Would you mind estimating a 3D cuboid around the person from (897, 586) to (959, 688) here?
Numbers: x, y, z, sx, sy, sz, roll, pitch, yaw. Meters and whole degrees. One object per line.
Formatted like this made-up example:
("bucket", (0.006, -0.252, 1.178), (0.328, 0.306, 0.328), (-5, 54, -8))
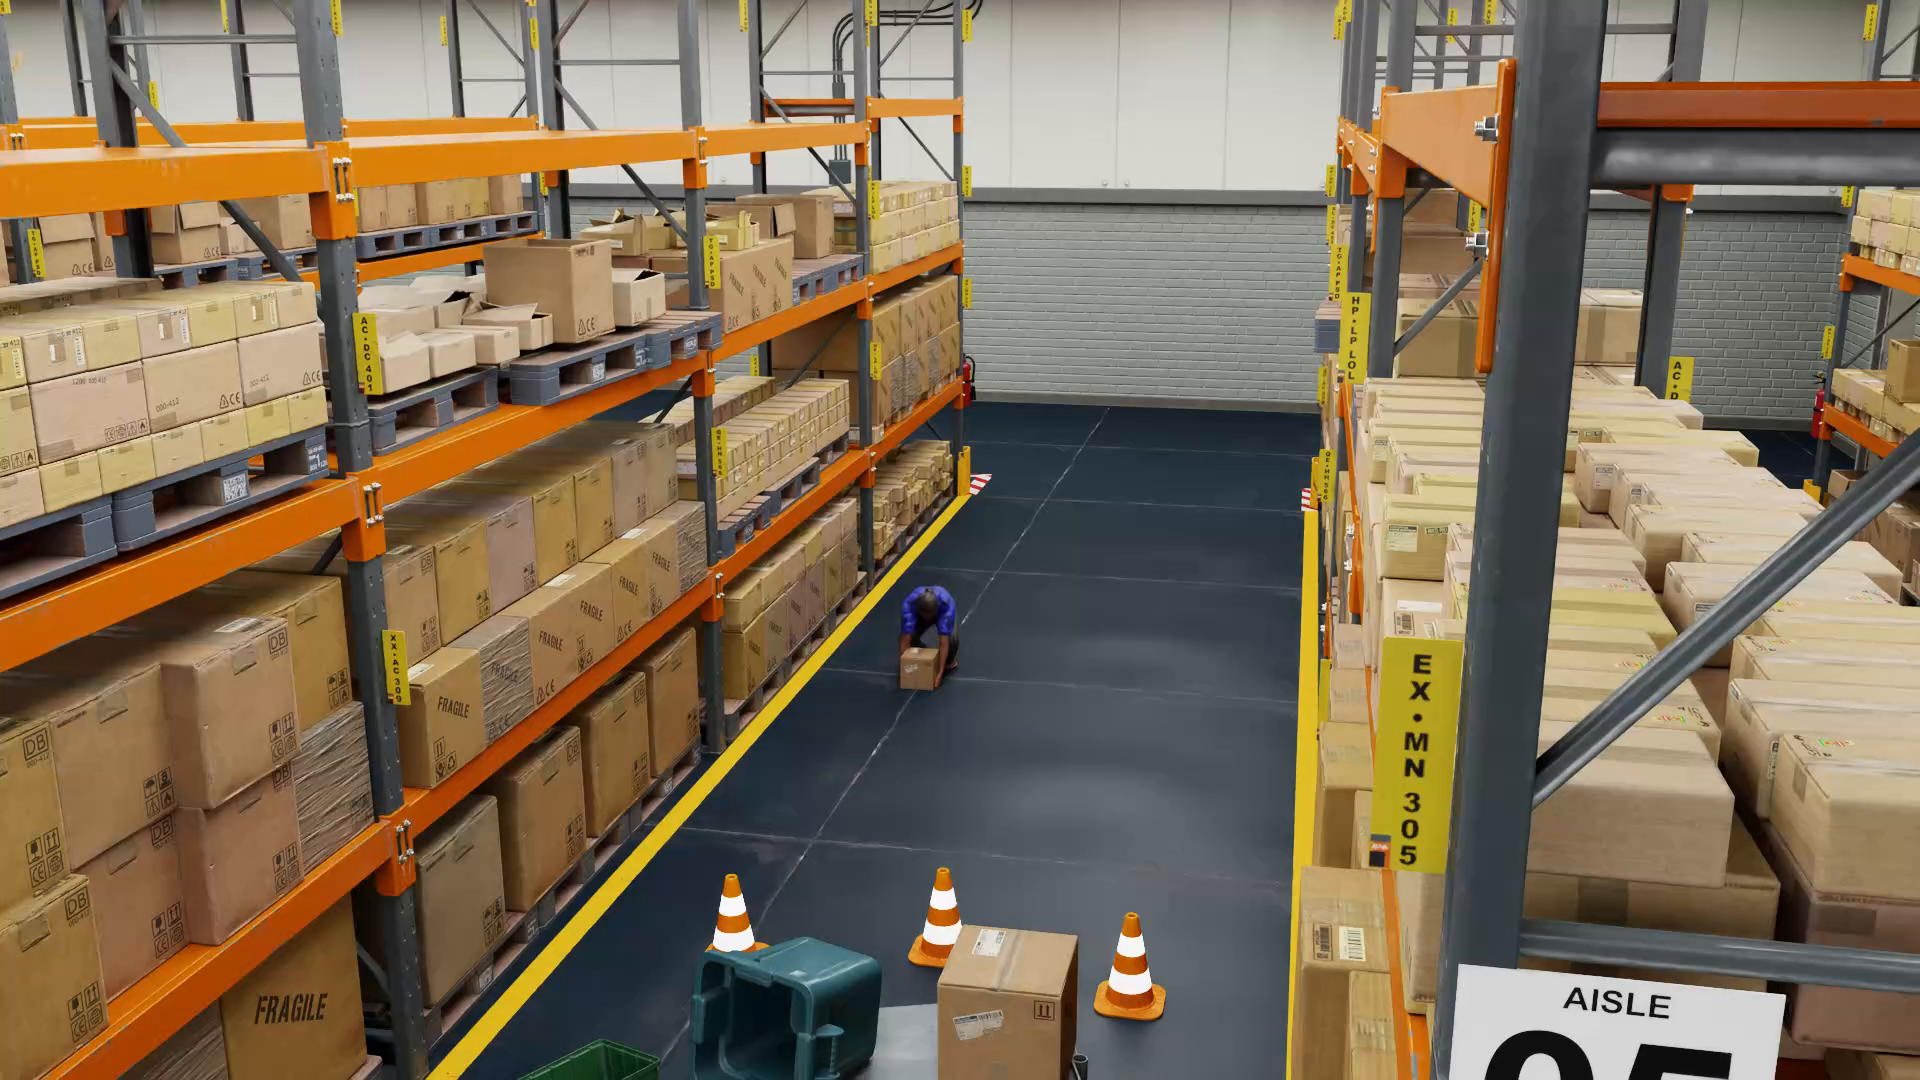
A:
("person", (-0.236, 0.692, 12.837), (0.474, 0.817, 0.830), (3, 15, 10))
